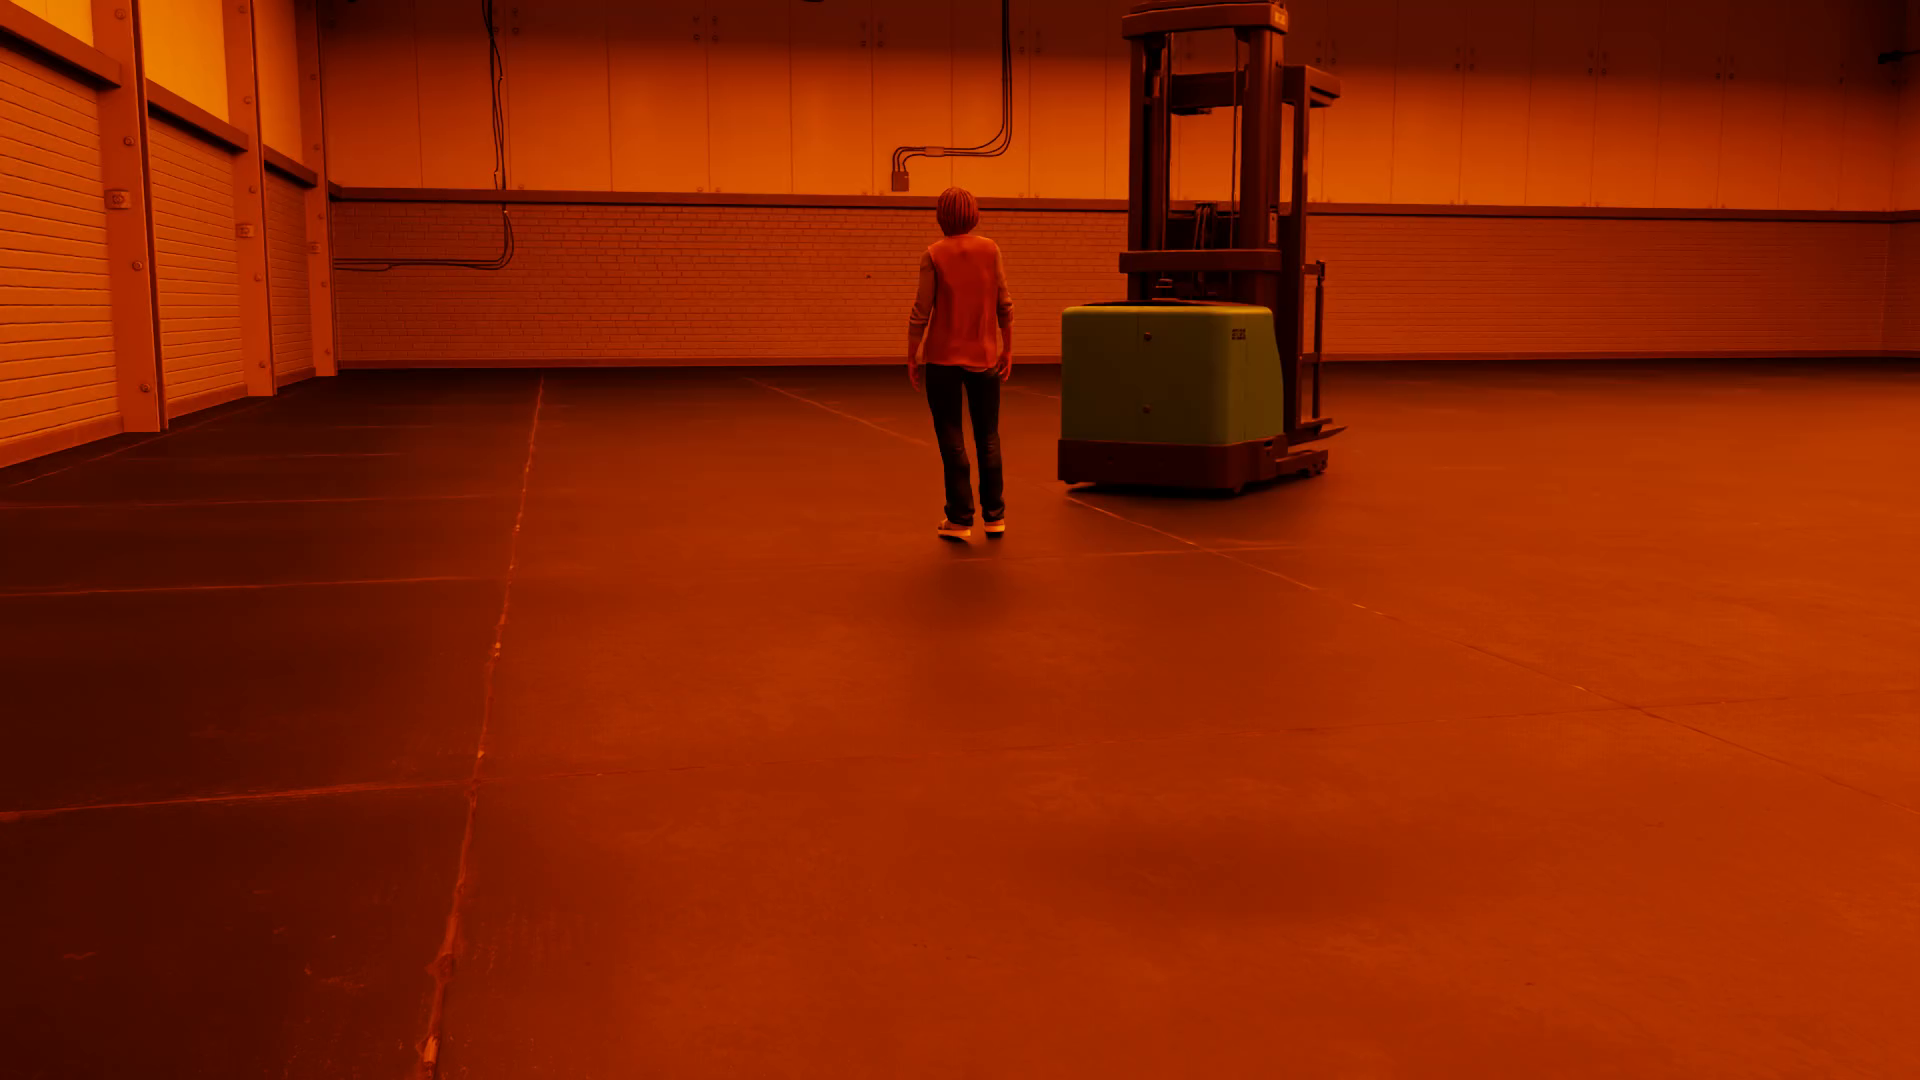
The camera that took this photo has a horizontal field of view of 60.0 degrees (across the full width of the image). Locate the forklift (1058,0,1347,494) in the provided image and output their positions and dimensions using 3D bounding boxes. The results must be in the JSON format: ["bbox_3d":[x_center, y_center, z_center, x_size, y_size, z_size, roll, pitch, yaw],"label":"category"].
[{"bbox_3d":[1.726,-1.876,10.534,1.130,2.935,3.031,4,9,29],"label":"forklift"}]

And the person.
[{"bbox_3d":[0.000,-0.808,7.670,0.513,1.596,0.476,-2,8,-13],"label":"person"}]
